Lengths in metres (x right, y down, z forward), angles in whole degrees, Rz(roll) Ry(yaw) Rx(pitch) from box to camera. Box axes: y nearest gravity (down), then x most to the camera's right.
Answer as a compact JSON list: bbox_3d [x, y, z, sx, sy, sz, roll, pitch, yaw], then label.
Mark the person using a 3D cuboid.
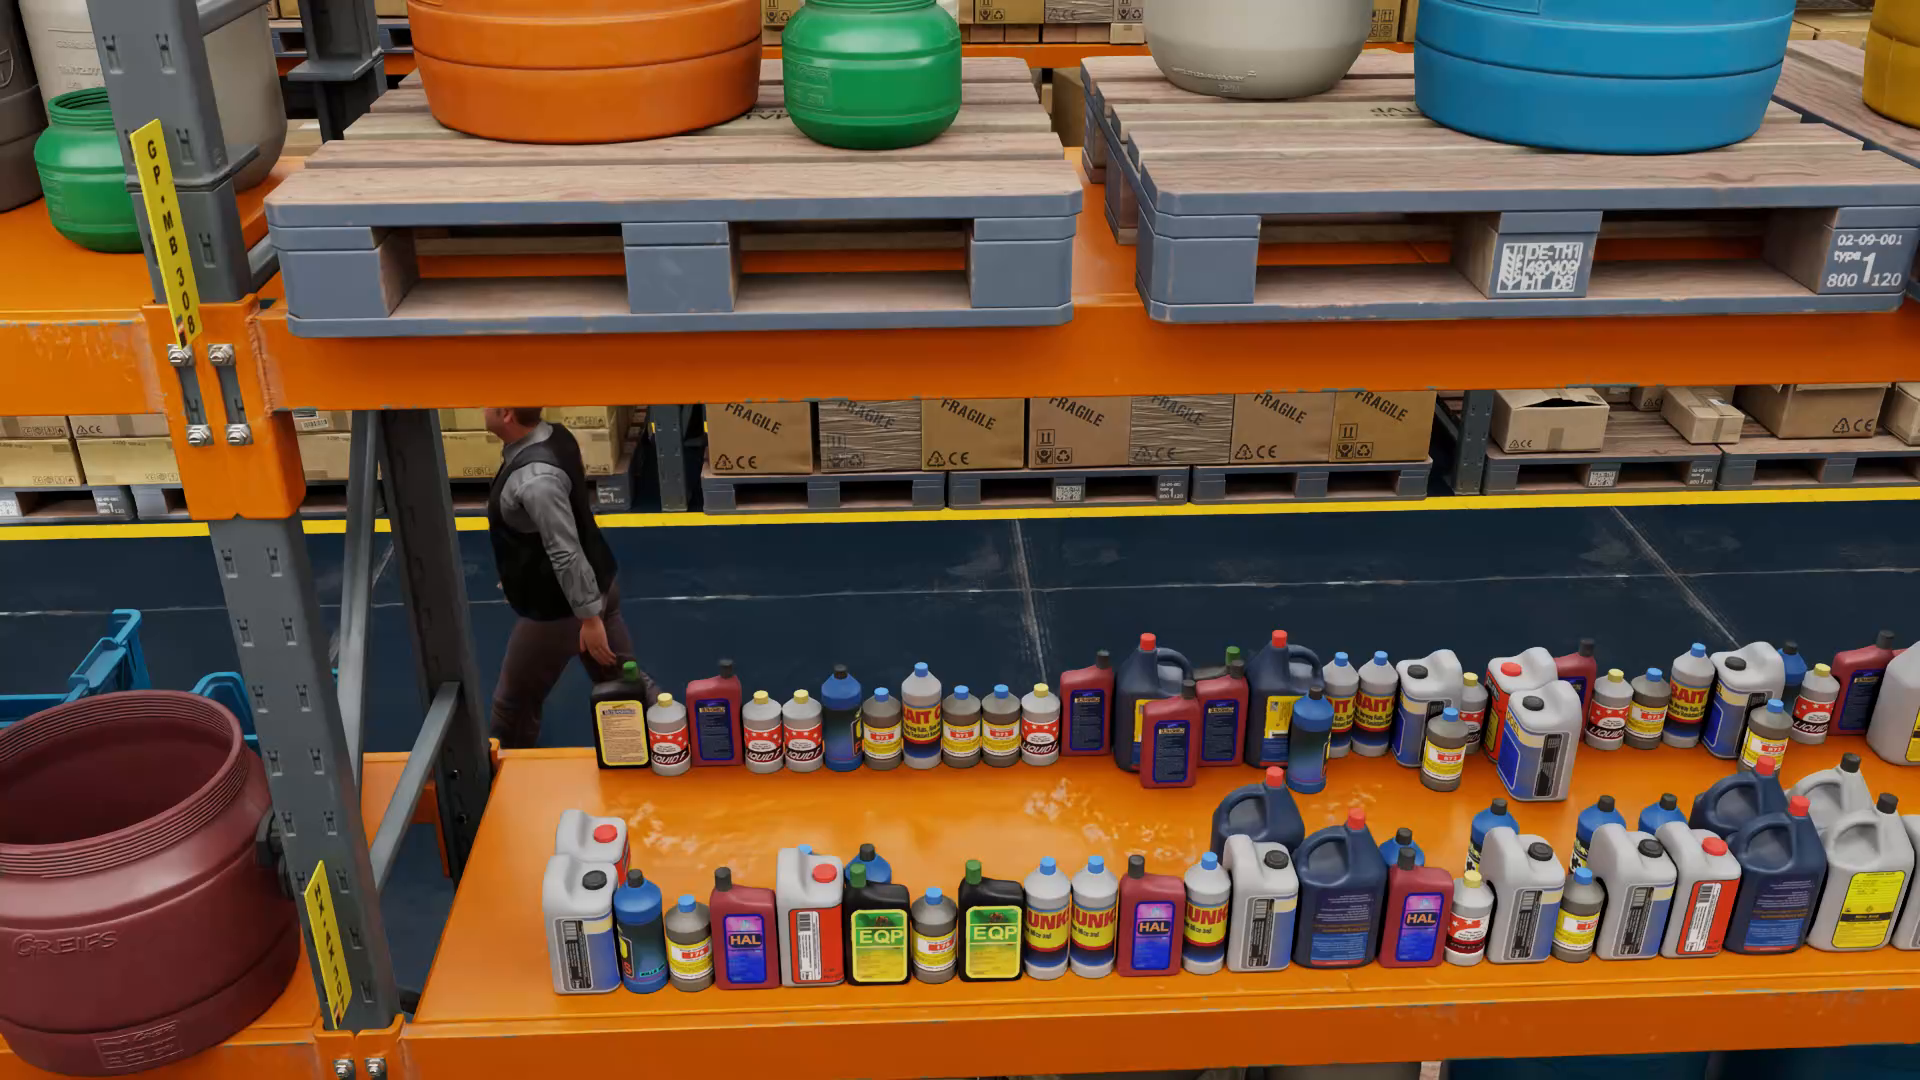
[{"bbox_3d":[-1.427,0.185,5.763,0.971,1.665,0.567,0,27,1],"label":"person"}]
